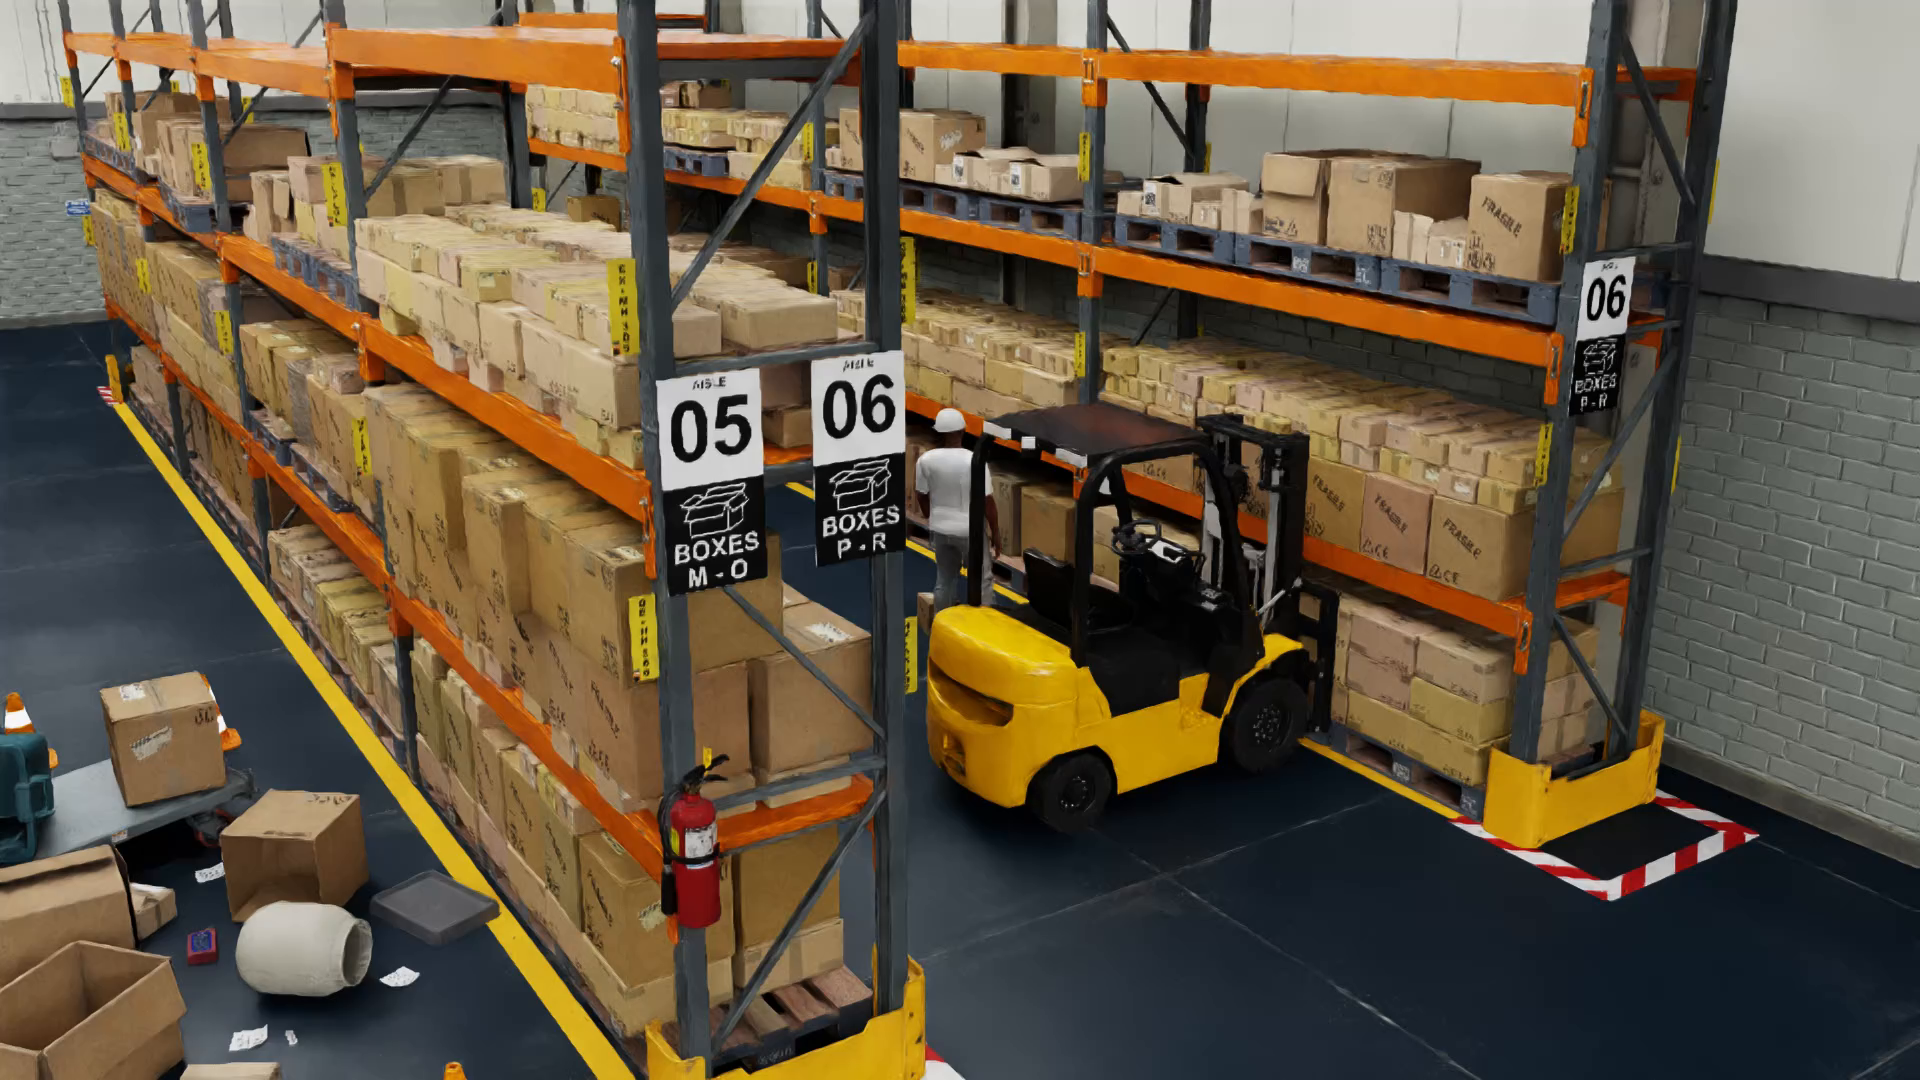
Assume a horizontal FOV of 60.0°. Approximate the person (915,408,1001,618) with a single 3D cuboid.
[{"bbox_3d":[0.049,-0.069,11.715,0.666,1.773,0.471,12,21,32],"label":"person"}]
